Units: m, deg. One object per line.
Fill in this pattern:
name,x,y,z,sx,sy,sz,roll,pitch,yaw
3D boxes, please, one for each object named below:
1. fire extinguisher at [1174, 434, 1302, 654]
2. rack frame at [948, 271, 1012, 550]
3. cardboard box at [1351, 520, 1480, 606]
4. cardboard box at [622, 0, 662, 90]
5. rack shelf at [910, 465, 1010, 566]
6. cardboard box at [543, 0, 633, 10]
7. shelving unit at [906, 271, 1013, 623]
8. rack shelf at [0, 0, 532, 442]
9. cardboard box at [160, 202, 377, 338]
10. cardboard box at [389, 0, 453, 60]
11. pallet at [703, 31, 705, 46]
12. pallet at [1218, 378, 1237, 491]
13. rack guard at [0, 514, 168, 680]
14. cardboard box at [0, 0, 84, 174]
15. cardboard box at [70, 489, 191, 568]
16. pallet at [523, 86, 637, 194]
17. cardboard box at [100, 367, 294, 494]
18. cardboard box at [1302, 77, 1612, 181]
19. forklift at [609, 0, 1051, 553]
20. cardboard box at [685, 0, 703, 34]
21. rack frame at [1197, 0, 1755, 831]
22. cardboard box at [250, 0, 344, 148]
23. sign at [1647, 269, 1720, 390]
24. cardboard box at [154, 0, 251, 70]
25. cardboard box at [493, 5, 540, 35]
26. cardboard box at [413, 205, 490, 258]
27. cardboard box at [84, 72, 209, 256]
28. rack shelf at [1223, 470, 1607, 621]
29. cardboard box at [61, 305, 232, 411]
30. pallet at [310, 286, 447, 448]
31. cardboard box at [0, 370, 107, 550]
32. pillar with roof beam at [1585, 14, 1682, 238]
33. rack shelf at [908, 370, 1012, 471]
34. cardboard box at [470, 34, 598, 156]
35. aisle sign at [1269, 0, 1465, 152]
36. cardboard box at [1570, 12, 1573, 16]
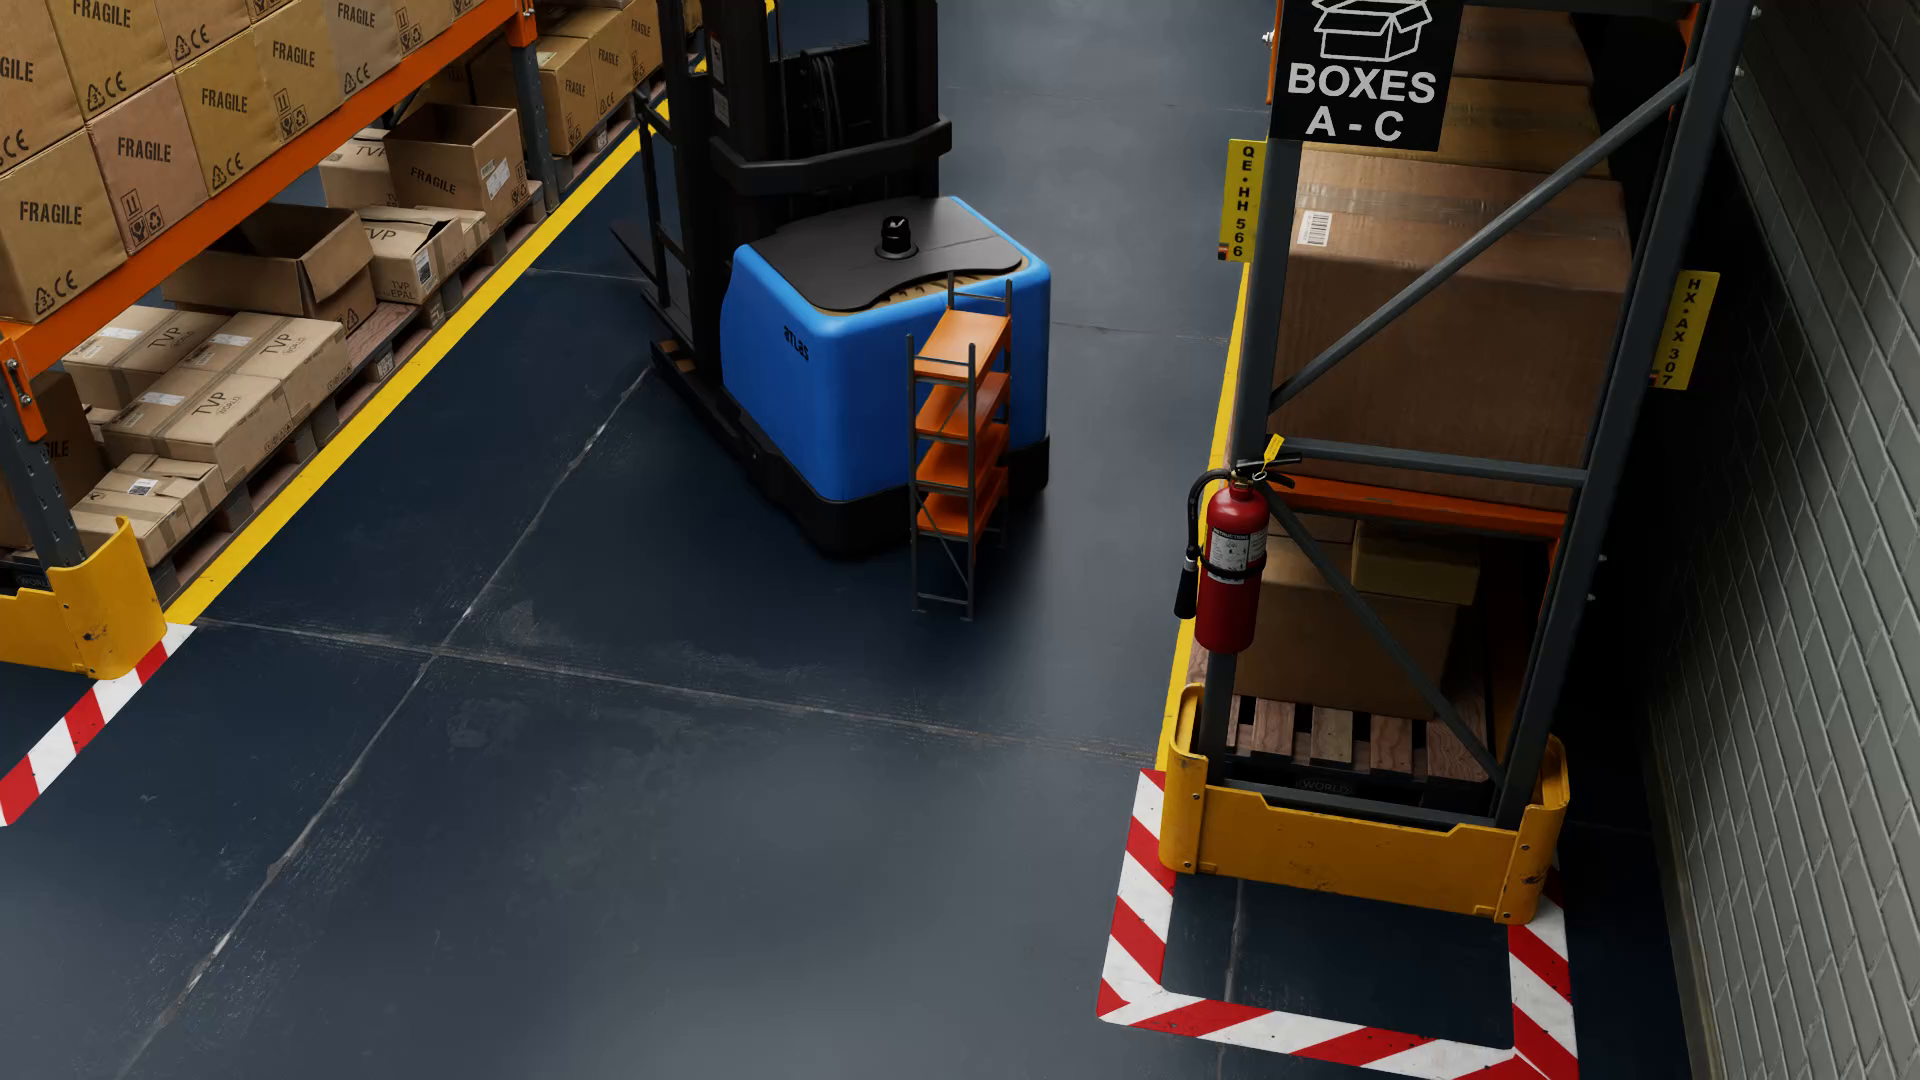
fire extinguisher,0.755,0.005,4.571,0.296,0.674,0.183,7,37,10
rack frame,0.072,-0.470,6.376,0.240,1.200,0.015,10,37,13
cardboard box,1.459,0.056,5.336,0.380,0.149,0.250,8,37,10
cardboard box,-2.189,-3.124,10.259,0.500,0.500,0.500,8,37,11
rack shelf,0.004,-0.117,6.342,0.258,0.148,0.480,10,37,13
cardboard box,-2.192,-3.408,10.012,0.500,0.250,0.500,7,37,10
shelving unit,0.004,-0.332,6.186,0.258,1.200,0.503,10,37,13
rack shelf,-3.175,-1.680,7.126,1.077,0.370,4.000,7,37,10
cardboard box,-3.144,-1.208,7.613,0.797,0.503,0.637,7,37,10
cardboard box,-2.712,-2.544,7.619,0.500,0.500,0.500,8,37,11
pallet,-2.089,-3.859,11.895,1.003,0.211,1.213,7,37,10
pallet,1.595,-0.243,6.905,1.003,0.211,1.213,7,37,10
rack guard,-3.586,0.143,6.126,1.175,0.500,0.348,7,37,10
cardboard box,-3.249,-1.492,5.315,0.500,0.500,0.500,8,37,11
cardboard box,-3.177,-0.046,6.312,0.380,0.149,0.250,7,37,10
pallet,-2.611,-2.460,9.965,1.003,0.211,1.213,7,37,10
cardboard box,-3.102,-0.453,6.787,0.500,0.250,0.500,7,37,10
cardboard box,1.482,-1.040,5.373,0.980,0.700,0.700,7,37,10
forklift,-0.791,-1.979,6.983,1.130,2.935,3.031,-18,40,-23
cardboard box,-1.974,-3.715,11.075,0.500,0.500,0.500,6,36,8
rack frame,1.238,-0.206,4.479,1.000,3.000,0.127,7,37,10
cardboard box,-2.926,-1.957,6.809,0.500,0.500,0.500,8,37,11
sign,1.779,-0.516,4.101,0.100,0.325,0.005,7,37,10
cardboard box,-3.033,-2.079,6.125,0.500,0.500,0.500,8,37,11
cardboard box,-2.808,-2.886,9.930,0.500,0.500,0.500,7,37,10
cardboard box,-2.613,-1.557,8.397,0.380,0.149,0.250,7,37,10
cardboard box,-3.144,-1.383,6.018,0.500,0.500,0.500,7,37,10
rack shelf,1.666,-1.062,6.272,1.077,0.370,4.000,7,37,10
cardboard box,-3.494,-0.773,7.229,0.500,0.250,0.500,7,37,10
pallet,-3.153,-0.894,7.804,1.003,0.211,1.213,7,37,10
cardboard box,-3.726,-0.334,6.410,0.500,0.500,0.500,7,37,10
pillar with roof beam,-1.417,-4.959,5.923,9.100,9.000,0.400,7,37,10
rack shelf,0.004,-0.459,6.094,0.258,0.148,0.480,10,37,13
cardboard box,-2.406,-2.531,9.441,0.500,0.500,0.500,6,36,8
aisle sign,0.930,-1.255,3.711,0.394,0.787,0.004,7,37,10
cardboard box,1.800,-1.894,6.552,0.980,0.700,0.700,6,36,9
